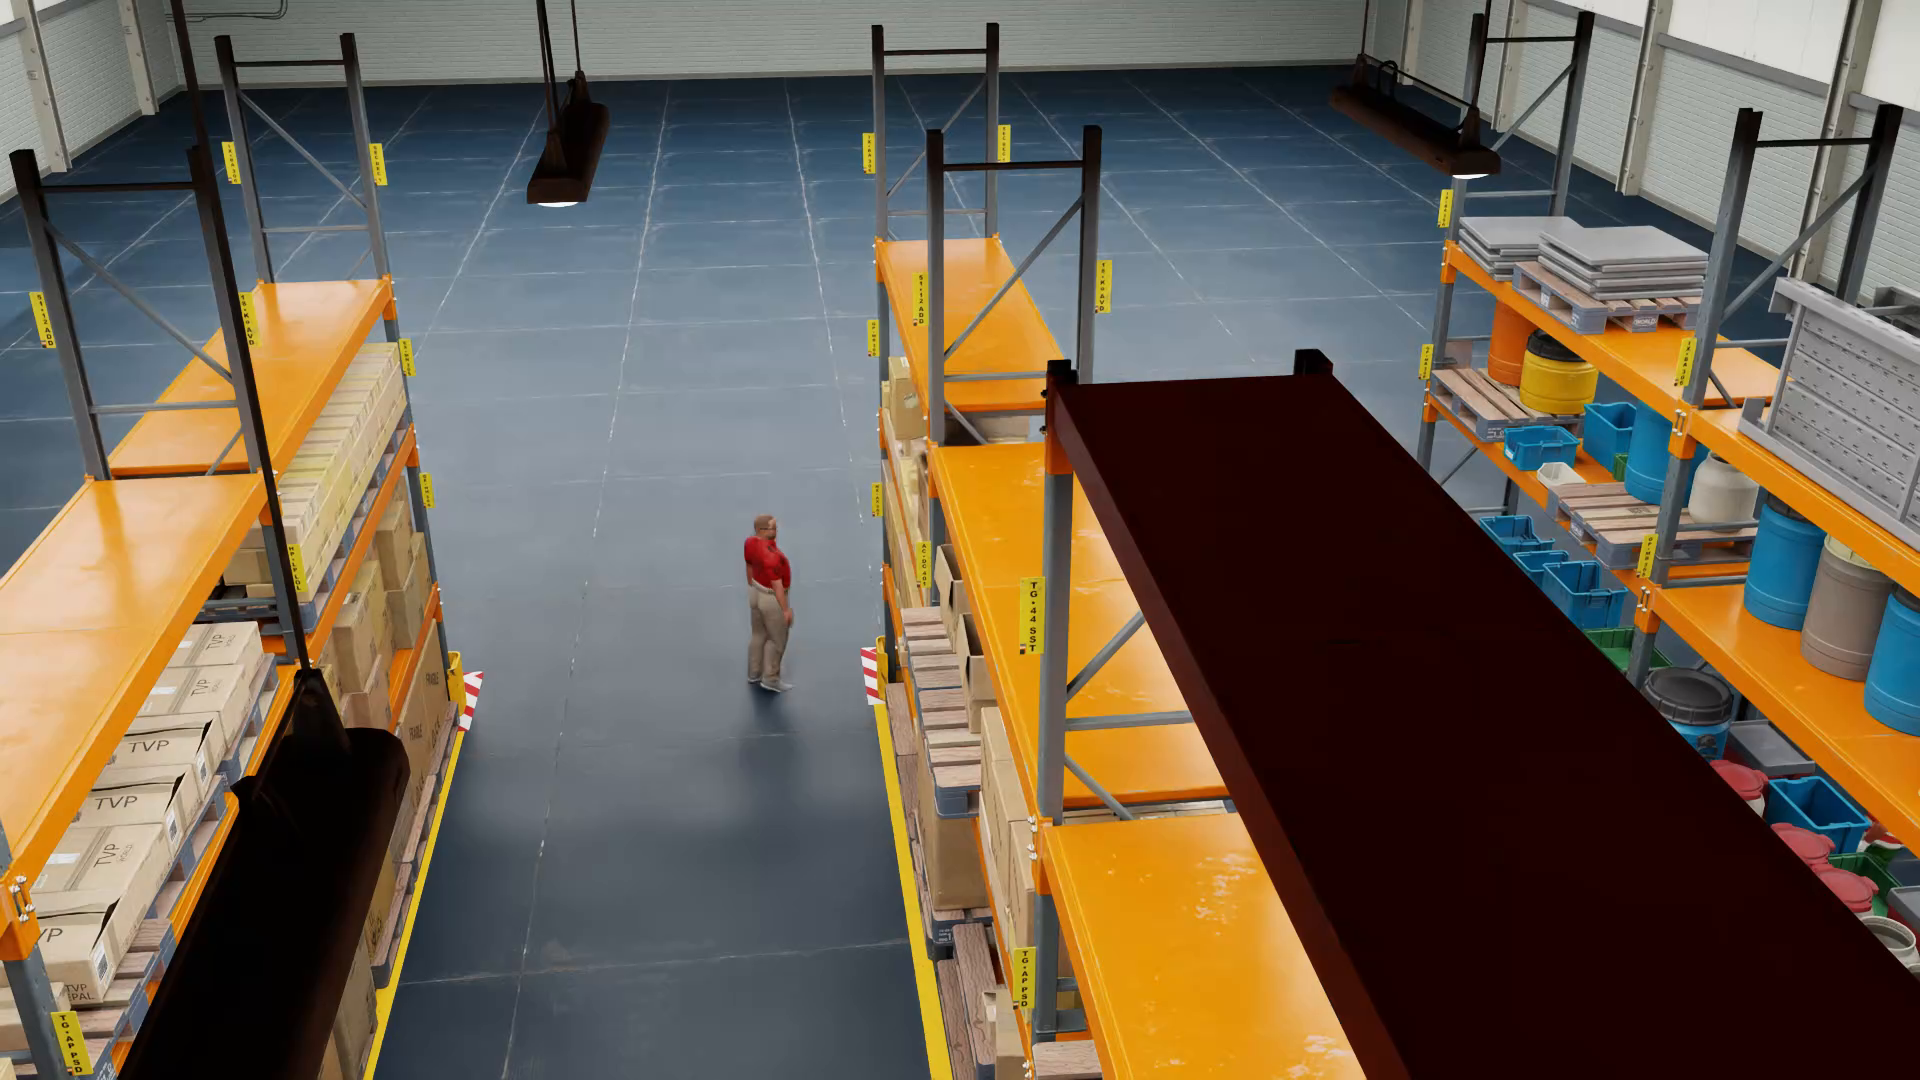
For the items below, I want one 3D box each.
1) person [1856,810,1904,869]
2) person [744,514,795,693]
[{"bbox_3d":[6.648,2.132,12.002,0.652,1.818,0.443,-19,31,-34],"label":"person"},{"bbox_3d":[-1.770,0.567,15.345,0.402,1.768,0.674,-19,31,-34],"label":"person"}]
